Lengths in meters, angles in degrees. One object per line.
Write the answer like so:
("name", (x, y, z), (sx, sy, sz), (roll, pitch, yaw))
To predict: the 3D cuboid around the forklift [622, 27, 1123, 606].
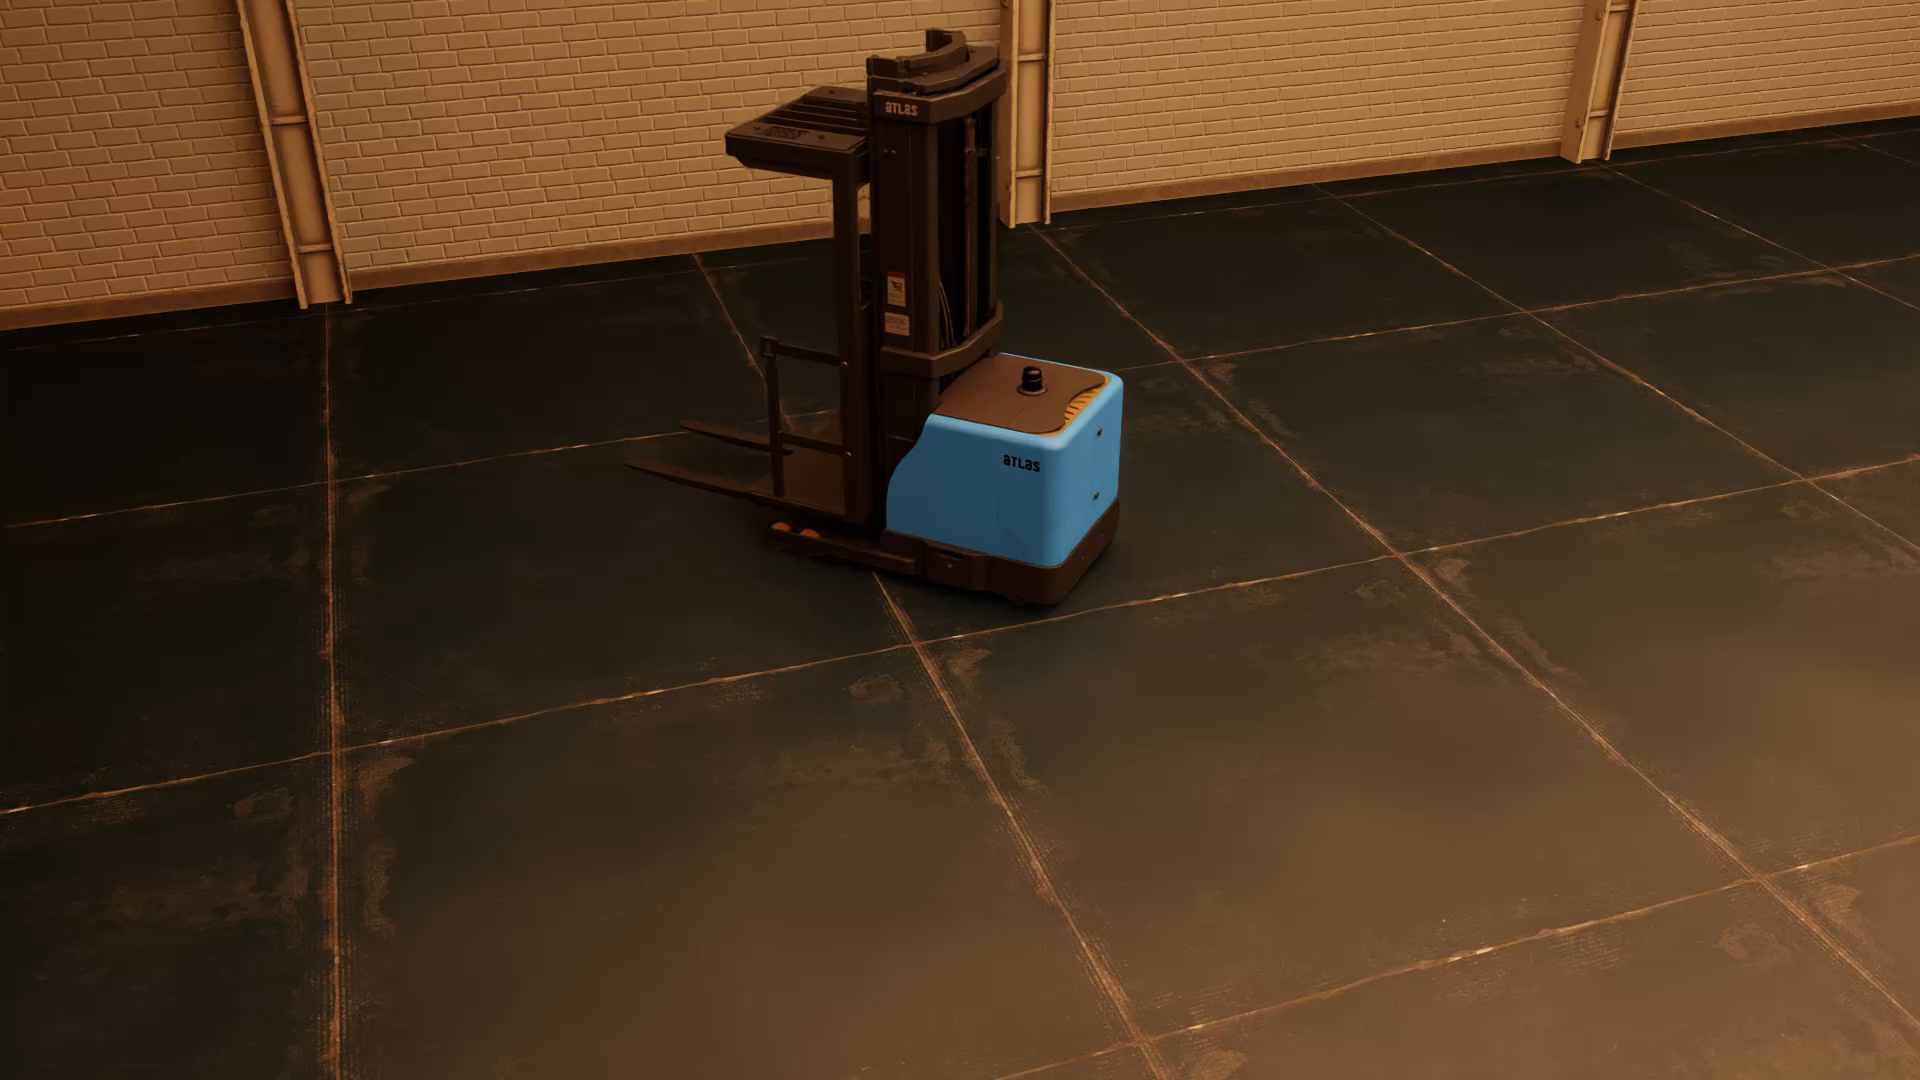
("forklift", (-0.610, -1.388, 9.500), (3.031, 2.935, 1.130), (13, 32, 22))
